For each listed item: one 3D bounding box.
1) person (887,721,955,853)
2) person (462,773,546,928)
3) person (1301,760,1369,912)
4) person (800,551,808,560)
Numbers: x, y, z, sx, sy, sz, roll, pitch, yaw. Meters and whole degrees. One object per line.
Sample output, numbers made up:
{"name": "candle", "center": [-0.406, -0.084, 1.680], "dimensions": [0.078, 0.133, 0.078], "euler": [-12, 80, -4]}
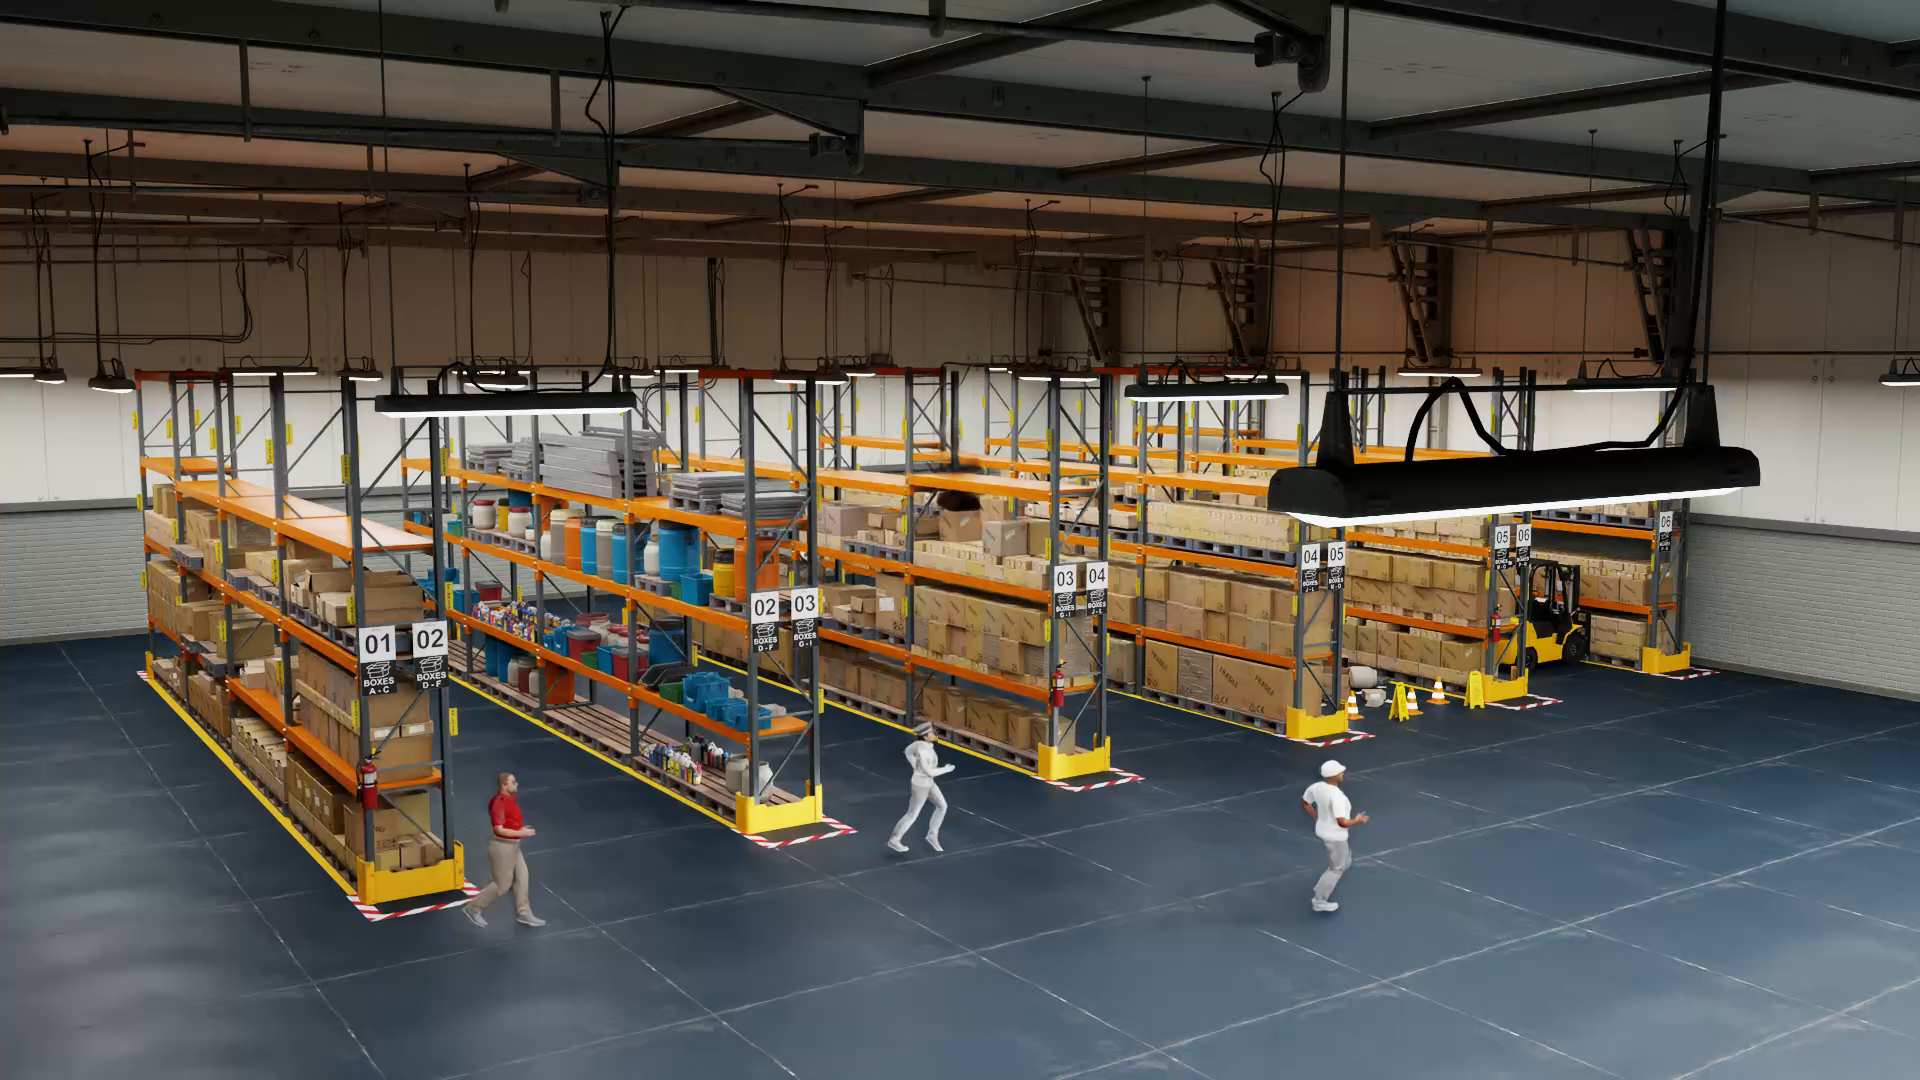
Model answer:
{"name": "person", "center": [-0.493, 3.126, 21.017], "dimensions": [0.860, 1.722, 0.625], "euler": [0, 6, 0]}
{"name": "person", "center": [-5.025, 3.422, 18.280], "dimensions": [0.869, 1.757, 0.686], "euler": [-1, 6, -7]}
{"name": "person", "center": [4.265, 3.342, 18.825], "dimensions": [0.619, 1.743, 0.681], "euler": [-1, 7, -12]}
{"name": "person", "center": [-3.941, 0.799, 41.306], "dimensions": [0.731, 1.744, 0.956], "euler": [4, 7, 30]}
